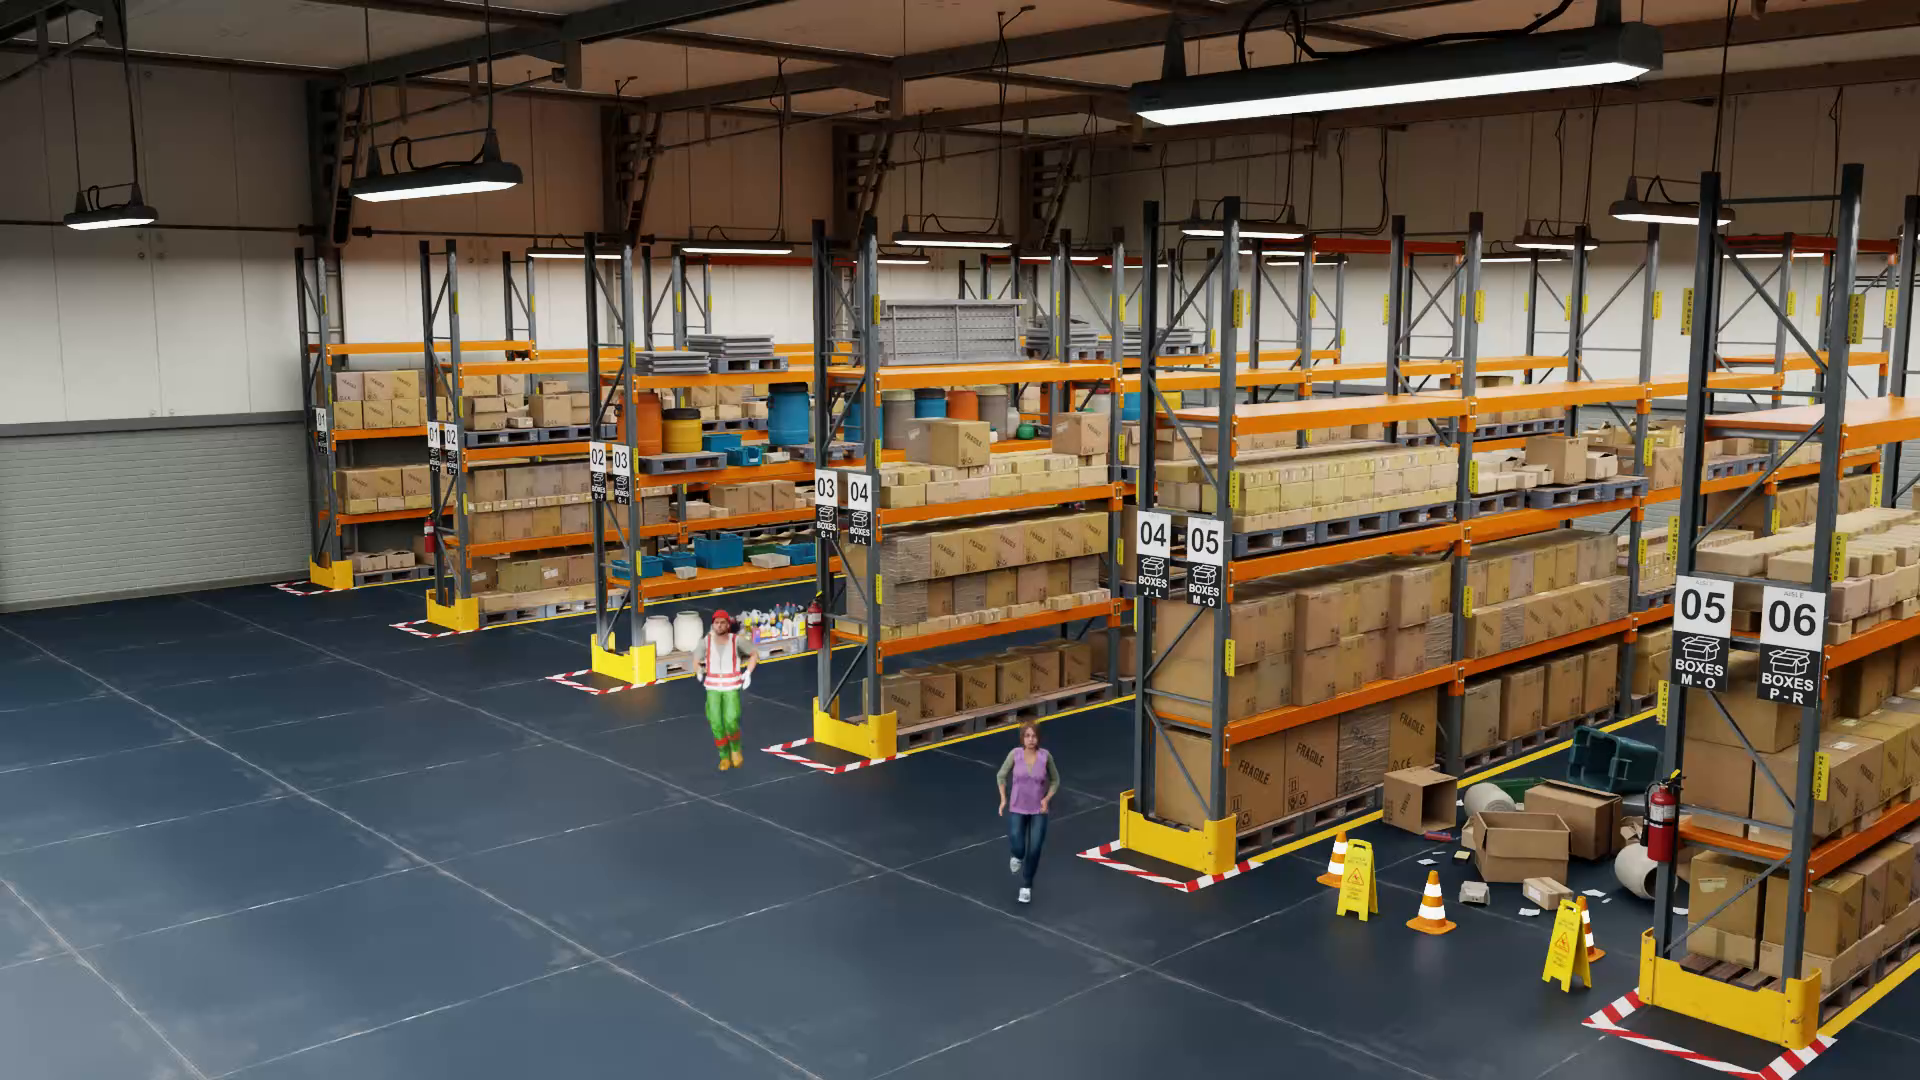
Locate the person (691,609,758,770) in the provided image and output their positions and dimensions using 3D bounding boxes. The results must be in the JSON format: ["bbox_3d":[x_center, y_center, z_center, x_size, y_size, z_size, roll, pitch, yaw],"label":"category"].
[{"bbox_3d":[-2.591,1.653,18.147,0.710,1.776,0.573,0,8,2],"label":"person"}]

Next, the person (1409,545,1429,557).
[{"bbox_3d":[6.581,0.827,23.820,0.712,1.816,0.670,-7,11,-41],"label":"person"}]

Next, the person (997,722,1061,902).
[{"bbox_3d":[0.592,2.326,14.316,0.550,1.552,0.550,0,8,1],"label":"person"}]
